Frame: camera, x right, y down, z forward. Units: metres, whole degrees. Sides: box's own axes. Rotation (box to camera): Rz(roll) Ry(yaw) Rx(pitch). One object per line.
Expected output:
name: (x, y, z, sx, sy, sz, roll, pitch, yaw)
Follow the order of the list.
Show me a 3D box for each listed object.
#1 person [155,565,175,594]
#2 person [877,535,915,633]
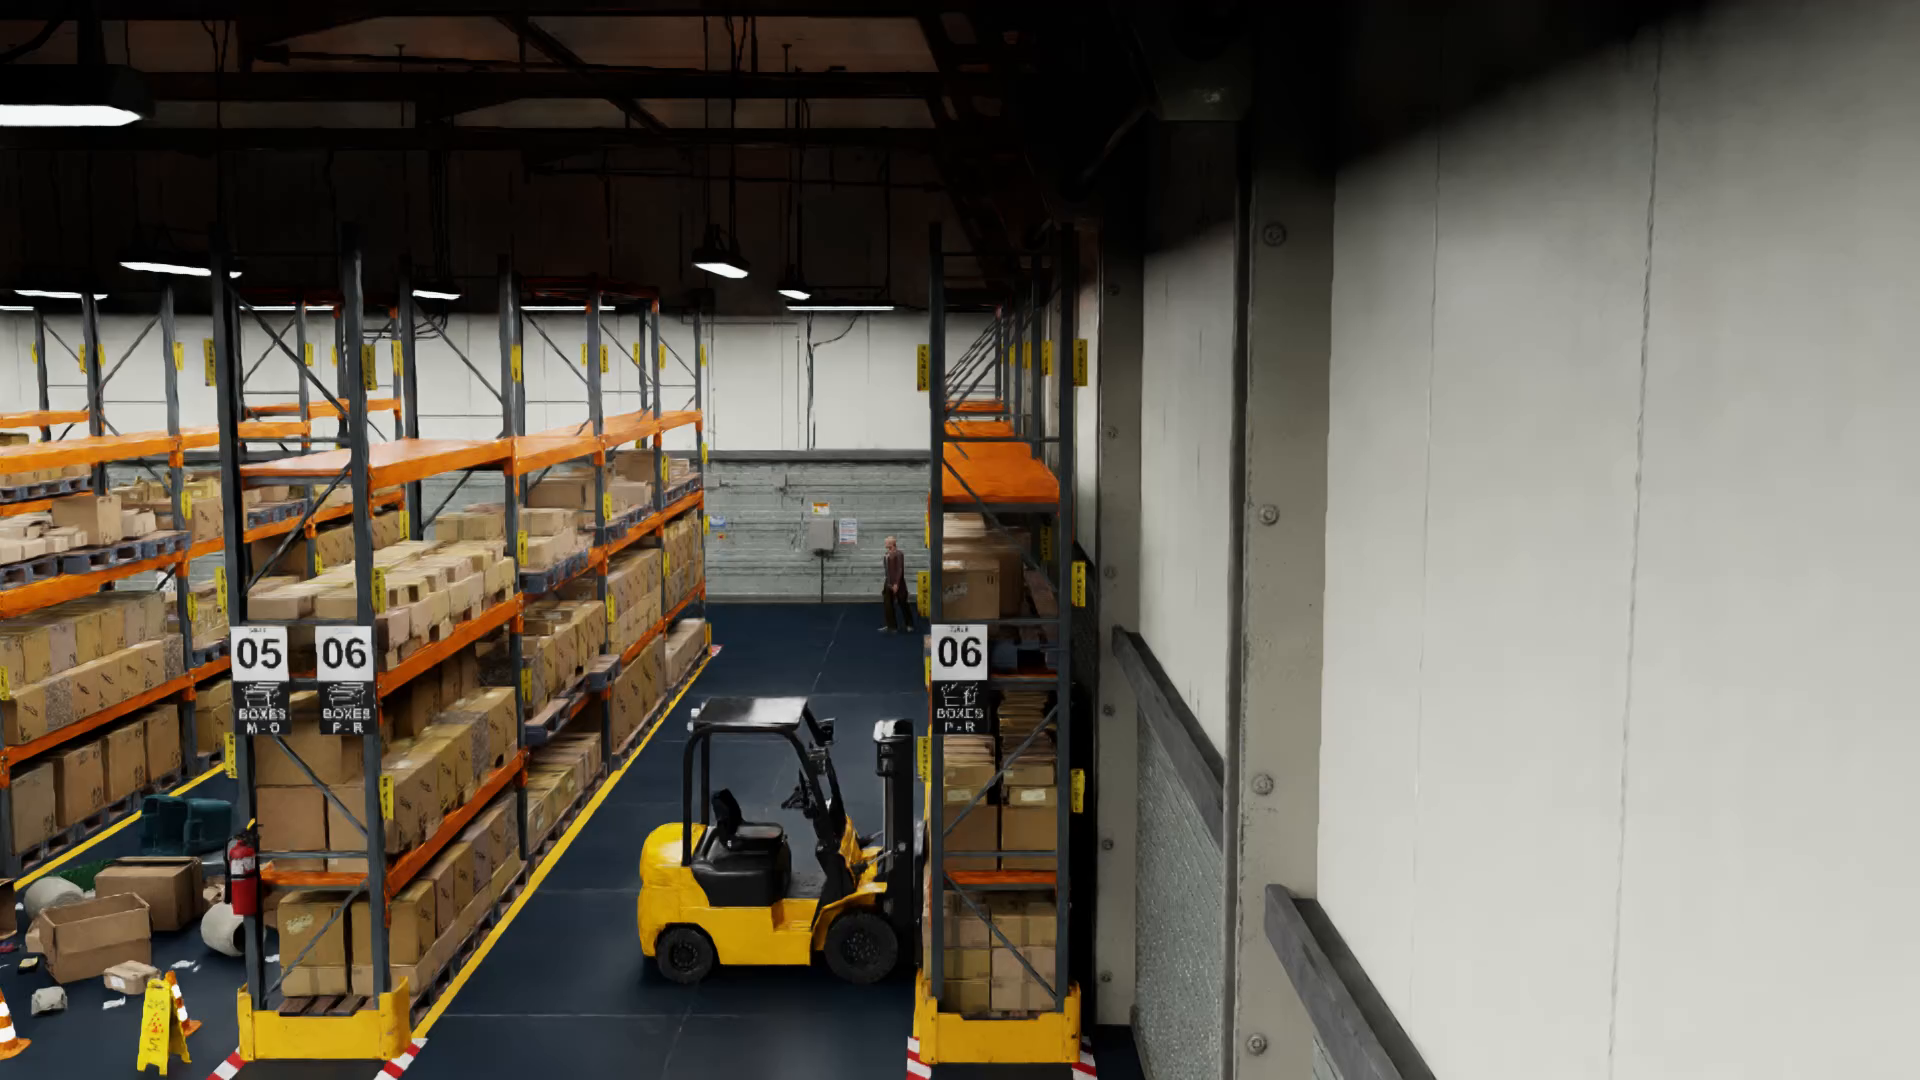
person: (-13.198, 1.128, 27.531, 0.414, 1.673, 0.518, -4, 8, -28)
person: (-1.141, 0.797, 29.988, 0.675, 1.770, 0.618, -4, 8, -33)
